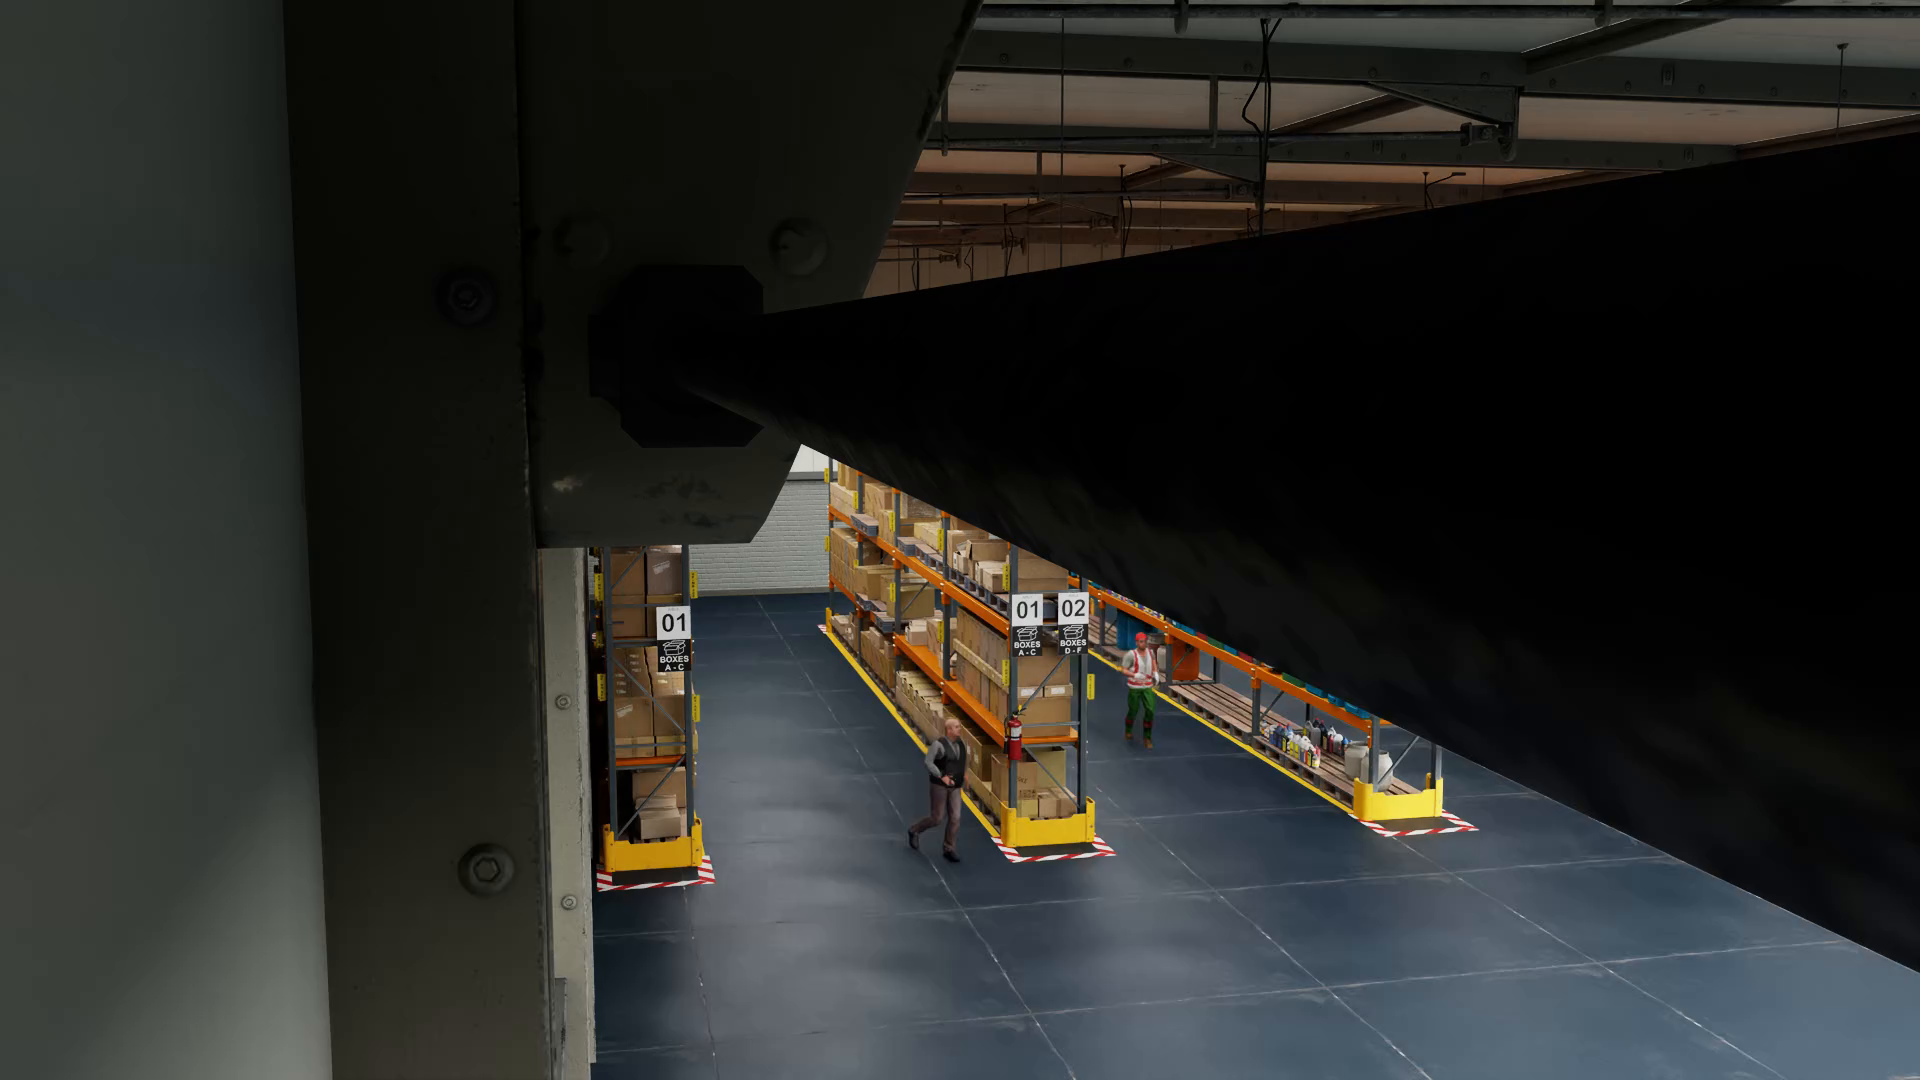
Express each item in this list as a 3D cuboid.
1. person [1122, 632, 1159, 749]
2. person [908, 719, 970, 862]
[{"bbox_3d":[2.842,2.361,26.140,0.680,1.864,0.770,-2,7,-17],"label":"person"},{"bbox_3d":[-0.158,3.052,20.612,0.738,1.700,0.827,-6,9,-42],"label":"person"}]
